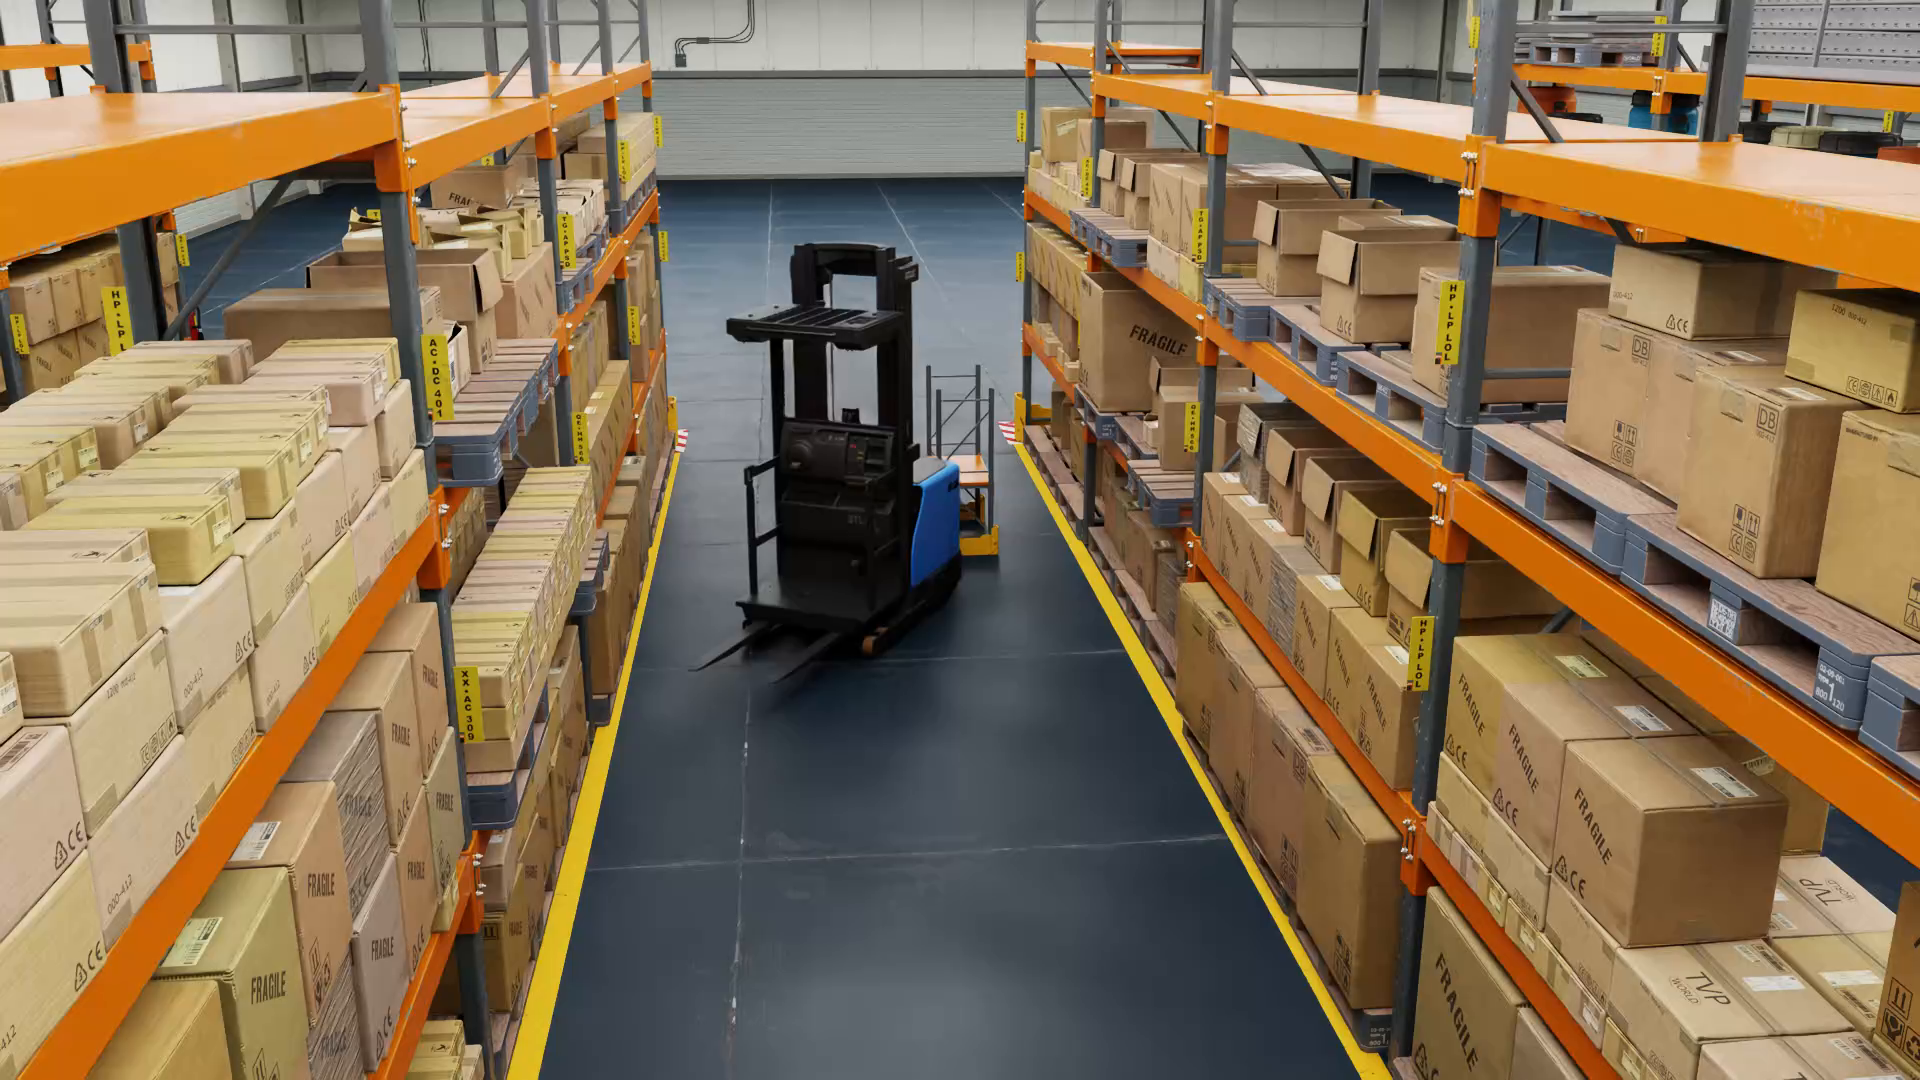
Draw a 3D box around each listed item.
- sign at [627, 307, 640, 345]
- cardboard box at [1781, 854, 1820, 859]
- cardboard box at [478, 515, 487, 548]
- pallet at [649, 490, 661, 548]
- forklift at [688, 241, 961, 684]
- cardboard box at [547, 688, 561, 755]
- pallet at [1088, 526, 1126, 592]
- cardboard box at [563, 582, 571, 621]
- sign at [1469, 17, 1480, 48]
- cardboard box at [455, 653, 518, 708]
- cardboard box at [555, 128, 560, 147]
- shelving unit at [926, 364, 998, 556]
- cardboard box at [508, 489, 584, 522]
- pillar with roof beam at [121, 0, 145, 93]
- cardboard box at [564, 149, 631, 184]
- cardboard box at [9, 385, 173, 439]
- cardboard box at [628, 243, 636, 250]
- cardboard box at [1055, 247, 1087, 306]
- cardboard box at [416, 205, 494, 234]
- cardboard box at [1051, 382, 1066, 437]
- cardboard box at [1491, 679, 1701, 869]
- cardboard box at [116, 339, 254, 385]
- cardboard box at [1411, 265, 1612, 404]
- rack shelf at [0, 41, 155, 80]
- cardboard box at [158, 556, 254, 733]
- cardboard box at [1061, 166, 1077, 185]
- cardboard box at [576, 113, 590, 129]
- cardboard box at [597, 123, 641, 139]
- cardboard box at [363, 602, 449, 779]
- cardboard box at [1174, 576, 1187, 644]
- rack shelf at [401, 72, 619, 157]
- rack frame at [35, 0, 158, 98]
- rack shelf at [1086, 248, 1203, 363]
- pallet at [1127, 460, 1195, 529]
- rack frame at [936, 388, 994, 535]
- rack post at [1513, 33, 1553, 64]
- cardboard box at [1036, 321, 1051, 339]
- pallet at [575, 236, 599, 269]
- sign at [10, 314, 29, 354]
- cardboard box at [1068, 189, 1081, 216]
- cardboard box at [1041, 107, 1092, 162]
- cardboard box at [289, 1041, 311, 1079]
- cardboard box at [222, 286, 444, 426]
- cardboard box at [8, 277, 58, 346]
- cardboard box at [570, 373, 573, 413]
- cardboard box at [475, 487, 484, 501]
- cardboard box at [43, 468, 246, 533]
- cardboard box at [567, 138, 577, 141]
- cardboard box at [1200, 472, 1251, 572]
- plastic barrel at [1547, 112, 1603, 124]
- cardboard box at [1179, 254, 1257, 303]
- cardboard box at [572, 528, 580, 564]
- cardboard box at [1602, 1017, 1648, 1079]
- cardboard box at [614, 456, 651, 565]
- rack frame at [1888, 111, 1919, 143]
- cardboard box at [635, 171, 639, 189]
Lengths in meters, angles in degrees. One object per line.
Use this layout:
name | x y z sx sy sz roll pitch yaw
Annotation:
sign | -2.787 -1.829 14.194 0.100 0.325 0.005 -2 18 -6
cardboard box | 2.805 1.173 6.187 0.500 0.250 0.500 -1 17 -4
cardboard box | -3.068 -0.044 10.027 0.380 0.149 0.250 -2 18 -6
pallet | -3.327 -0.193 15.440 1.003 0.211 1.213 -2 18 -6
forklift | -1.014 -0.666 12.405 1.130 2.935 3.031 7 19 21
cardboard box | -2.482 1.029 9.111 0.500 0.250 0.500 -1 17 -4
pallet | 1.700 0.145 14.364 1.003 0.211 1.213 -2 18 -6
cardboard box | -2.278 0.332 8.831 0.380 0.149 0.250 -1 17 -4
sign | 5.584 -5.509 18.051 0.100 0.325 0.005 -2 18 -6
cardboard box | -2.084 0.593 7.005 0.380 0.149 0.250 -1 17 -3
cardboard box | -3.758 -3.558 14.715 0.380 0.149 0.250 -1 17 -5
shelving unit | -0.008 -0.738 15.025 0.587 1.500 1.083 -2 18 -6
cardboard box | -2.356 -0.182 9.475 0.380 0.149 0.250 -1 17 -4
pillar with roof beam | -11.988 -10.272 32.871 9.100 9.000 0.400 -2 18 -6
cardboard box | -3.098 -3.198 14.235 0.500 0.250 0.500 -2 18 -5
cardboard box | -2.653 -0.371 5.094 0.380 0.149 0.250 -2 18 -7
cardboard box | -3.668 -2.629 16.491 0.875 0.550 0.550 -2 18 -6
cardboard box | 1.194 -2.508 15.824 0.500 0.500 0.500 -2 18 -6
cardboard box | -3.320 -2.042 10.945 0.500 0.311 0.500 -2 18 -6
cardboard box | 1.253 -1.431 18.198 0.500 0.500 0.500 1 17 5
cardboard box | 2.281 0.835 6.011 0.500 0.500 0.500 -2 18 -6
cardboard box | -2.712 -0.605 5.839 0.380 0.149 0.250 -2 18 -7
cardboard box | 2.373 -0.886 7.115 0.700 0.500 0.500 -1 17 -4
rack shelf | -8.446 -4.225 14.817 1.077 0.370 4.000 -2 18 -6
cardboard box | -1.970 0.237 3.821 0.500 0.250 0.500 -2 17 -5
cardboard box | 1.156 -3.448 15.729 0.380 0.149 0.250 -1 17 -3
cardboard box | -4.021 -4.317 17.132 0.380 0.149 0.250 -2 17 -5
cardboard box | -3.182 -3.807 15.506 0.380 0.149 0.250 -2 18 -6
cardboard box | -2.183 0.554 6.072 0.500 0.500 0.500 -2 18 -8
cardboard box | 1.941 0.558 11.831 0.700 0.500 0.500 -3 18 -9
rack shelf | -3.120 -3.027 11.664 1.077 0.370 4.000 -2 18 -6
rack frame | -8.652 -5.165 16.607 1.000 3.000 0.127 -2 18 -6
rack shelf | 1.824 -1.910 12.445 1.077 0.370 4.000 -2 18 -6
pallet | 1.851 -0.343 11.583 1.213 0.211 1.003 -2 18 -6
rack frame | 0.044 -0.590 14.551 0.500 1.500 0.032 -2 18 -6
rack post | 6.083 -5.157 17.415 0.937 0.300 0.954 0 17 0
cardboard box | 1.015 -2.247 17.747 0.380 0.149 0.250 -2 18 -6
pallet | -3.151 -1.967 11.742 1.003 0.211 1.213 -1 17 -3
sign | -7.688 -1.682 13.594 0.100 0.325 0.005 -2 18 -6
cardboard box | 1.268 -3.061 15.162 0.500 0.250 0.500 -1 17 -4
cardboard box | 1.090 -4.018 16.462 0.500 0.500 0.500 -2 18 -6
cardboard box | -1.978 1.644 4.270 0.500 0.500 0.500 -2 17 -5
cardboard box | -2.431 -0.707 6.544 0.700 0.500 0.500 -2 18 -6
cardboard box | -8.069 -1.916 13.939 0.700 0.500 0.500 -2 18 -6
cardboard box | -3.003 -0.912 11.239 0.700 0.500 0.500 -2 18 -6
cardboard box | -3.058 -0.322 9.920 0.380 0.149 0.250 -2 18 -6
cardboard box | -2.026 -0.075 4.150 0.380 0.149 0.250 -1 17 -4
cardboard box | -3.787 -3.633 15.619 0.500 0.250 0.500 -2 18 -6
cardboard box | 1.810 -0.120 10.386 0.500 0.500 0.500 -1 17 -4
plastic barrel | 6.376 -4.148 17.358 0.600 0.588 0.600 0 17 0
cardboard box | 1.737 -1.720 10.889 0.500 0.250 0.500 -2 18 -6
cardboard box | -2.325 0.040 9.263 0.380 0.149 0.250 -2 18 -6
cardboard box | 2.305 1.648 5.338 0.380 0.149 0.250 -2 18 -7
cardboard box | -3.173 -0.239 13.986 1.050 0.750 0.750 -2 18 -6
rack frame | 11.059 -5.777 18.553 1.000 3.000 0.127 -2 18 -6
cardboard box | -3.132 -3.276 15.147 0.380 0.149 0.250 -2 18 -7
